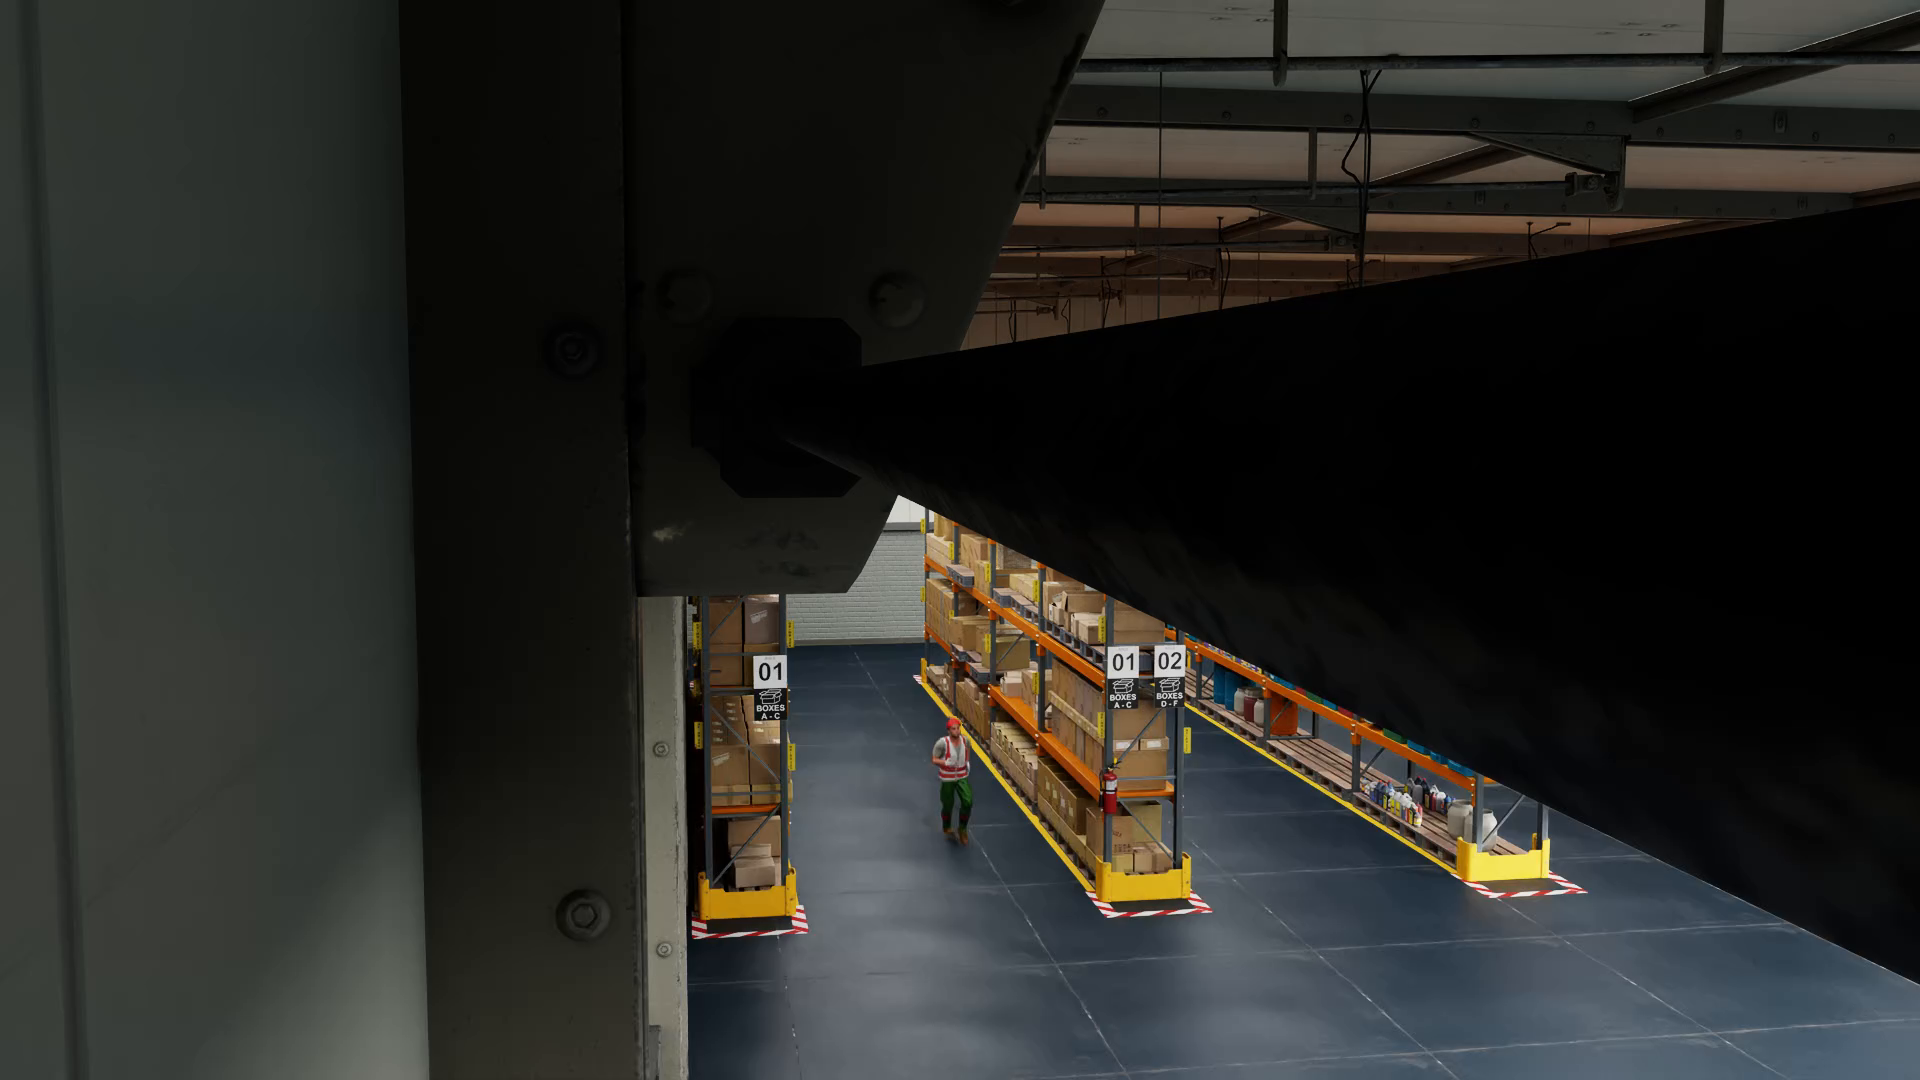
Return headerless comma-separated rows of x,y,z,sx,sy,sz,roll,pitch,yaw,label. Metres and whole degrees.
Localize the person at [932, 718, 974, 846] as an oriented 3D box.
-0.114,3.389,23.438,0.620,1.802,0.789,-2,5,-17,person
